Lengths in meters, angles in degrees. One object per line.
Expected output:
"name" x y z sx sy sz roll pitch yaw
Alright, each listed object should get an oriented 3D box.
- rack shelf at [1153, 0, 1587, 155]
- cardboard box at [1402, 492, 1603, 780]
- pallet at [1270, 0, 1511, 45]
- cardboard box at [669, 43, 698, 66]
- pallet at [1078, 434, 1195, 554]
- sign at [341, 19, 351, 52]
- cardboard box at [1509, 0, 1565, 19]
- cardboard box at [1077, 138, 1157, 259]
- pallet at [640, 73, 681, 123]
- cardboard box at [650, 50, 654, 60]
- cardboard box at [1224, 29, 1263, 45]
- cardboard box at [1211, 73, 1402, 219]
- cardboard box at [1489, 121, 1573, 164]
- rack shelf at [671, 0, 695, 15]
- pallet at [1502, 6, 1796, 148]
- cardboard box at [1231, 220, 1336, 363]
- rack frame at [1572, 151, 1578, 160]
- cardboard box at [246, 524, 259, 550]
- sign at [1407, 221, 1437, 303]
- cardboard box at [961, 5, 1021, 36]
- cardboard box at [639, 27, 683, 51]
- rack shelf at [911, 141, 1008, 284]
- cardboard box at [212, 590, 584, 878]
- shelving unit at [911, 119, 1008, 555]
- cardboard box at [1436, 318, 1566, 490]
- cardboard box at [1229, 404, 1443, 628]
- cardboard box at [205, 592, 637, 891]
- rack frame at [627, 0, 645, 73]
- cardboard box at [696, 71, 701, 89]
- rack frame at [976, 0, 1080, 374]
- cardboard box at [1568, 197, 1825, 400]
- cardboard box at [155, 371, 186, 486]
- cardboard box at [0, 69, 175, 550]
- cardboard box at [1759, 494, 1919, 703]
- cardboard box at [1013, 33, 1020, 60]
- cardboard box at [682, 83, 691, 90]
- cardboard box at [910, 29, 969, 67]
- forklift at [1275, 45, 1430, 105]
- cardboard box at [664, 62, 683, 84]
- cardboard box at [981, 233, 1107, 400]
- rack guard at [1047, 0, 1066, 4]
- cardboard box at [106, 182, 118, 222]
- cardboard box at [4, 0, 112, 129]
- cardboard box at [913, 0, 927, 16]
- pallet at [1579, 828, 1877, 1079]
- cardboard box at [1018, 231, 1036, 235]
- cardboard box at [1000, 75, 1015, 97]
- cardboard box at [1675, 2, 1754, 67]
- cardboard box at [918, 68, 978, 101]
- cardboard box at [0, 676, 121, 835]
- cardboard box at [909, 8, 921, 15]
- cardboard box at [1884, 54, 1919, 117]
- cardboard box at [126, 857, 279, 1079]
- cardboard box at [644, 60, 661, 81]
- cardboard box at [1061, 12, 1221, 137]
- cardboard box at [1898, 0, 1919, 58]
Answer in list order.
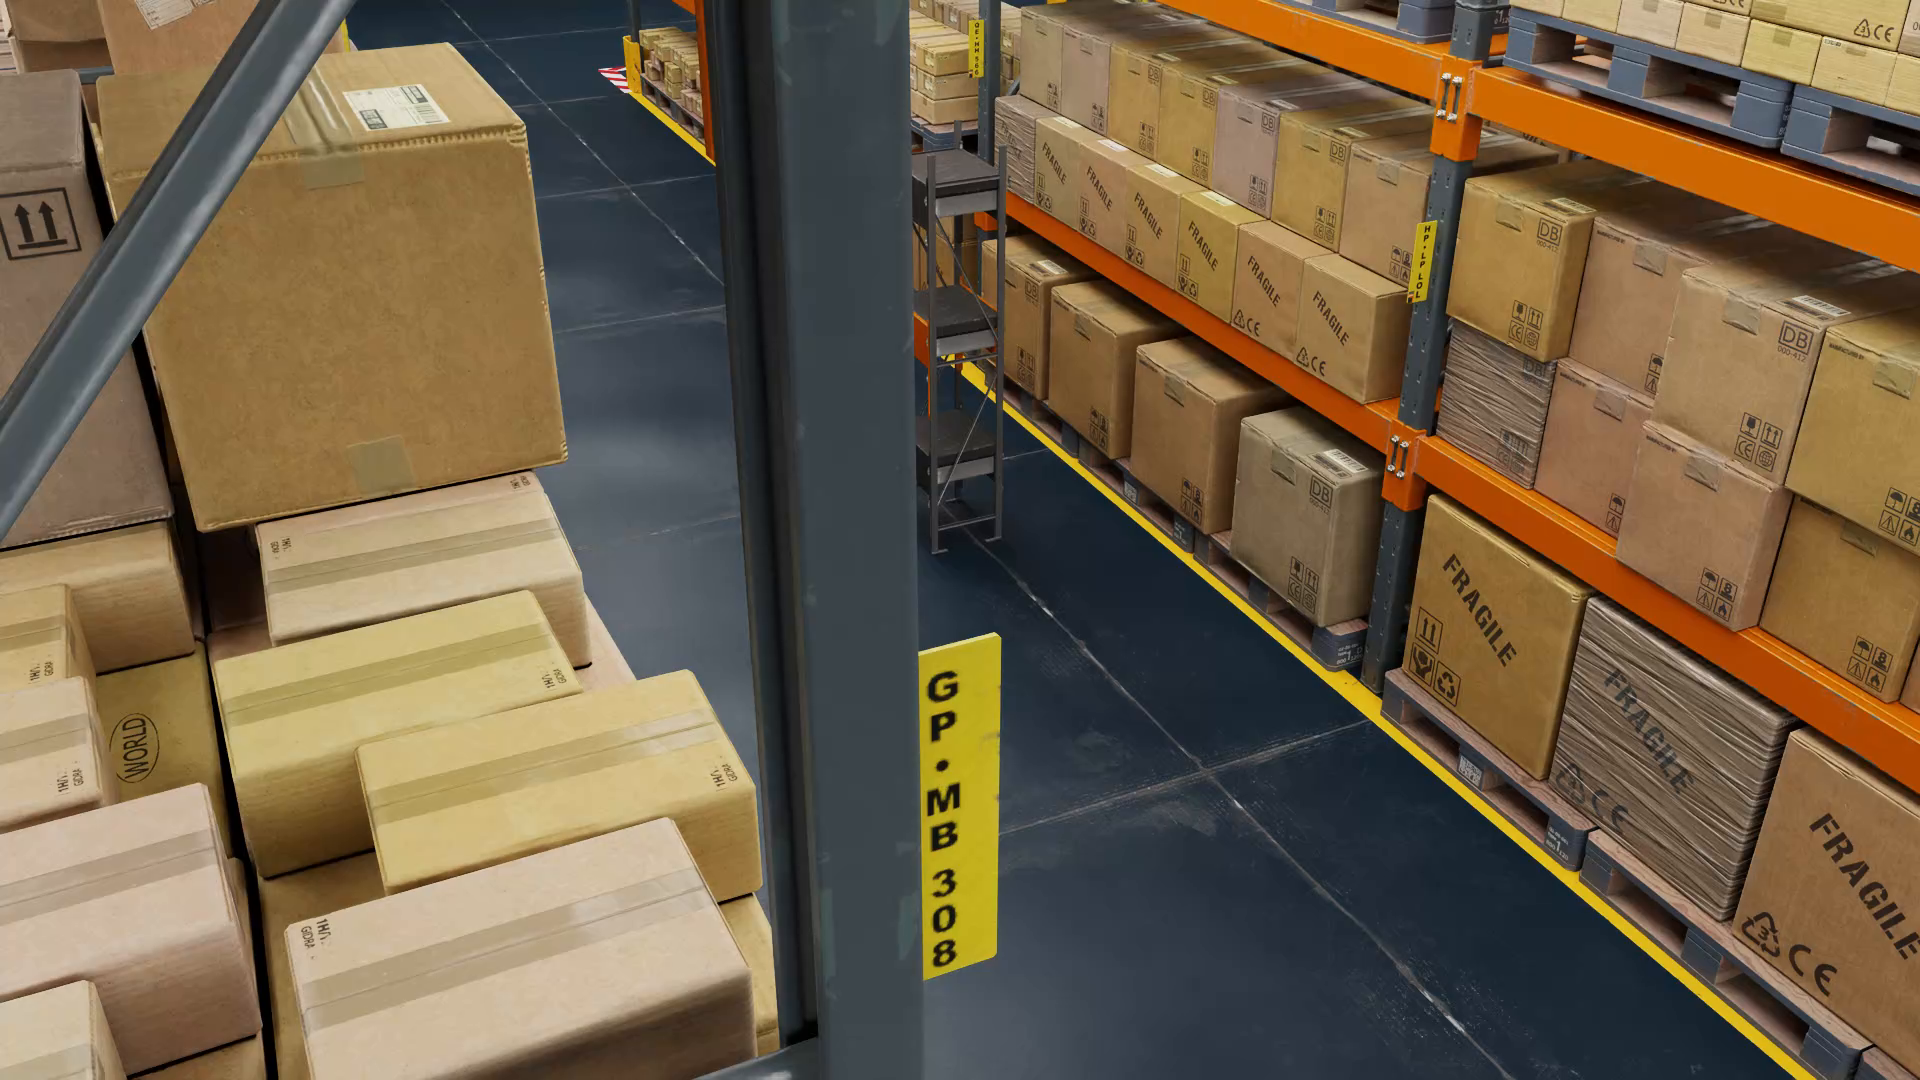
"rack shelf" 1.442 -2.615 8.016 1.077 0.370 4.000 -13 32 -22
"cardboard box" 2.508 0.299 6.893 0.875 0.875 0.875 -13 32 -21
"pallet" 1.863 -2.357 7.015 0.805 0.209 1.217 -14 32 -24
"cardboard box" -2.532 -4.607 15.777 0.380 0.149 0.250 -15 32 -24
"pallet" 1.374 -0.386 9.222 1.003 0.211 1.213 -13 32 -22
"sign" -1.735 -1.392 4.569 0.100 0.325 0.005 -13 32 -22
"cardboard box" 2.150 -1.931 5.784 0.380 0.149 0.250 -14 32 -23
"cardboard box" 0.970 -1.846 8.873 0.500 0.500 0.500 -13 32 -22
"pallet" -2.501 -4.422 16.420 1.003 0.211 1.213 -13 32 -22
"cardboard box" -2.858 -4.822 16.464 0.380 0.149 0.250 -12 31 -20
"cardboard box" 3.121 -4.721 16.292 0.875 0.438 0.875 -14 32 -23
"cardboard box" 1.643 -1.885 7.920 0.700 0.500 0.500 -13 32 -22
"cardboard box" 4.790 -3.167 13.074 0.875 0.875 0.875 -13 32 -22
"rack shelf" -1.992 -4.841 15.051 1.077 0.370 4.000 -13 32 -22
"pallet" 2.643 -1.643 5.637 1.003 0.211 1.213 -13 32 -22
"cardboard box" 1.619 -1.178 7.682 0.500 0.500 0.500 -13 32 -23
"rack frame" 5.011 -3.588 12.082 1.000 3.000 0.127 -13 32 -22
"cardboard box" -0.942 -0.142 2.615 0.380 0.149 0.250 -15 32 -24
"sign" 1.815 -1.089 6.523 0.100 0.325 0.005 -13 32 -22
"cardboard box" 0.228 -3.427 11.013 0.380 0.149 0.250 -14 32 -24
"cardboard box" -2.933 -4.934 16.360 0.380 0.149 0.250 -15 32 -24
"rack shelf" -0.071 -1.588 8.031 0.431 0.518 0.480 -13 32 -22
"cardboard box" -0.658 0.219 1.971 0.380 0.149 0.250 -14 32 -23
"shelving unit" -0.071 -0.989 8.367 0.431 2.100 0.503 -13 32 -22
"cardboard box" 2.470 -0.642 6.675 0.875 0.550 0.550 -13 32 -22
"cardboard box" 1.953 -0.194 7.901 1.050 0.750 0.750 -13 32 -22
"cardboard box" -0.705 0.290 2.252 0.500 0.250 0.500 -14 32 -23
"rack frame" -2.851 -6.038 16.451 1.000 3.000 0.127 -13 32 -22
"cardboard box" -2.148 -4.133 14.932 0.380 0.149 0.250 -14 32 -24
"rack frame" 0.584 -2.504 10.149 1.000 3.000 0.127 -13 32 -22
"cardboard box" 2.769 -0.885 6.004 0.875 0.550 0.550 -13 32 -22
"cardboard box" -1.591 -0.045 2.850 0.500 0.250 0.500 -14 32 -23
"cardboard box" -1.399 -0.305 2.242 0.500 0.500 0.500 -13 32 -22
"cardboard box" 3.170 0.072 5.401 0.875 0.550 0.500 -13 32 -22
"cardboard box" 0.558 -3.084 10.402 0.380 0.149 0.250 -13 32 -22
"cardboard box" -2.409 -4.244 15.737 0.380 0.149 0.250 -13 32 -22
"cardboard box" -0.146 -3.069 10.375 0.380 0.149 0.250 -13 32 -23
"forklift" 2.783 -2.802 10.750 1.130 2.935 3.031 -15 33 -25
"cardboard box" -2.594 -4.464 15.825 0.380 0.149 0.250 -12 31 -20
"cardboard box" 0.764 -1.418 10.083 1.050 0.750 0.750 -14 32 -23
"rack guard" 1.566 -6.042 19.014 1.175 0.500 0.348 -13 32 -22
"cardboard box" -1.943 -0.622 3.471 0.380 0.149 0.250 -12 31 -21
"cardboard box" -2.334 -1.505 4.766 0.797 0.503 0.637 -15 32 -24
"cardboard box" -0.109 -3.773 11.631 0.380 0.149 0.250 -14 32 -23
"pallet" 3.084 1.371 6.089 1.003 0.211 1.213 -13 32 -22
"cardboard box" 0.510 -1.963 11.310 0.500 0.500 0.500 -15 32 -24
"cardboard box" 0.459 -2.936 10.747 0.380 0.149 0.250 -11 31 -20
"cardboard box" 2.476 -1.595 5.187 0.380 0.149 0.250 -14 32 -23
"cardboard box" -0.040 -2.830 10.253 0.380 0.149 0.250 -12 32 -21
"cardboard box" -1.128 0.315 1.800 0.380 0.149 0.250 -15 32 -24
"cardboard box" -0.475 -3.409 10.983 0.380 0.149 0.250 -13 32 -22
"cardboard box" 2.803 -1.259 4.586 0.380 0.149 0.250 -13 32 -21
"cardboard box" -0.941 0.624 1.657 0.500 0.250 0.500 -12 32 -21
"cardboard box" -2.915 -4.679 16.513 0.380 0.149 0.250 -12 32 -21
"cardboard box" 0.986 -2.560 9.125 0.700 0.500 0.500 -14 32 -23
"cardboard box" 2.911 -1.393 4.418 0.500 0.250 0.500 -13 32 -22
